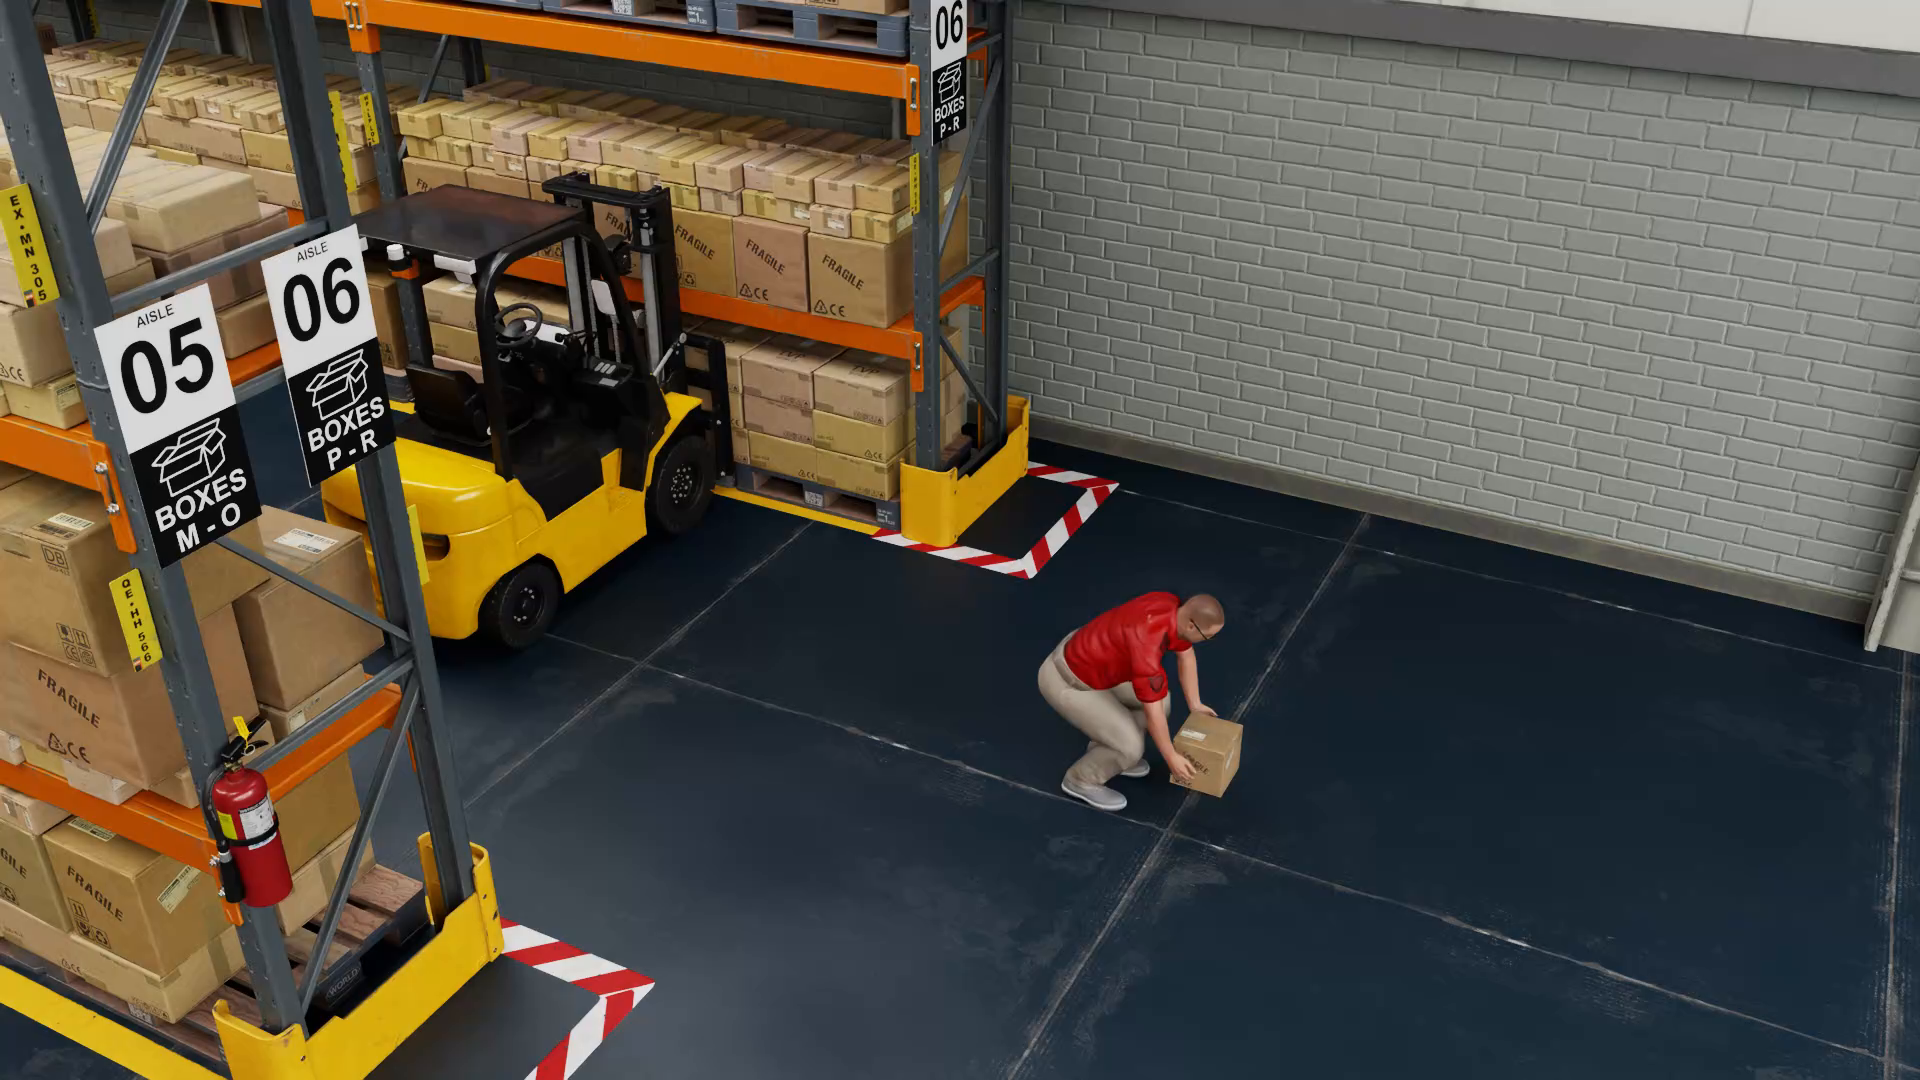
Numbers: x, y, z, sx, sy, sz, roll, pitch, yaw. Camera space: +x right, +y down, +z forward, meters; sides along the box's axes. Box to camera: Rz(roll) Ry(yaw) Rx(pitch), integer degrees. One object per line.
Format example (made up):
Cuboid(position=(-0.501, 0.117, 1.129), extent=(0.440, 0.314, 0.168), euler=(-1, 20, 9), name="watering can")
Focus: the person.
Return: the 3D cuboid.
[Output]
Cuboid(position=(0.795, 0.679, 7.732), extent=(0.821, 1.130, 0.577), euler=(14, 33, 23), name="person")
